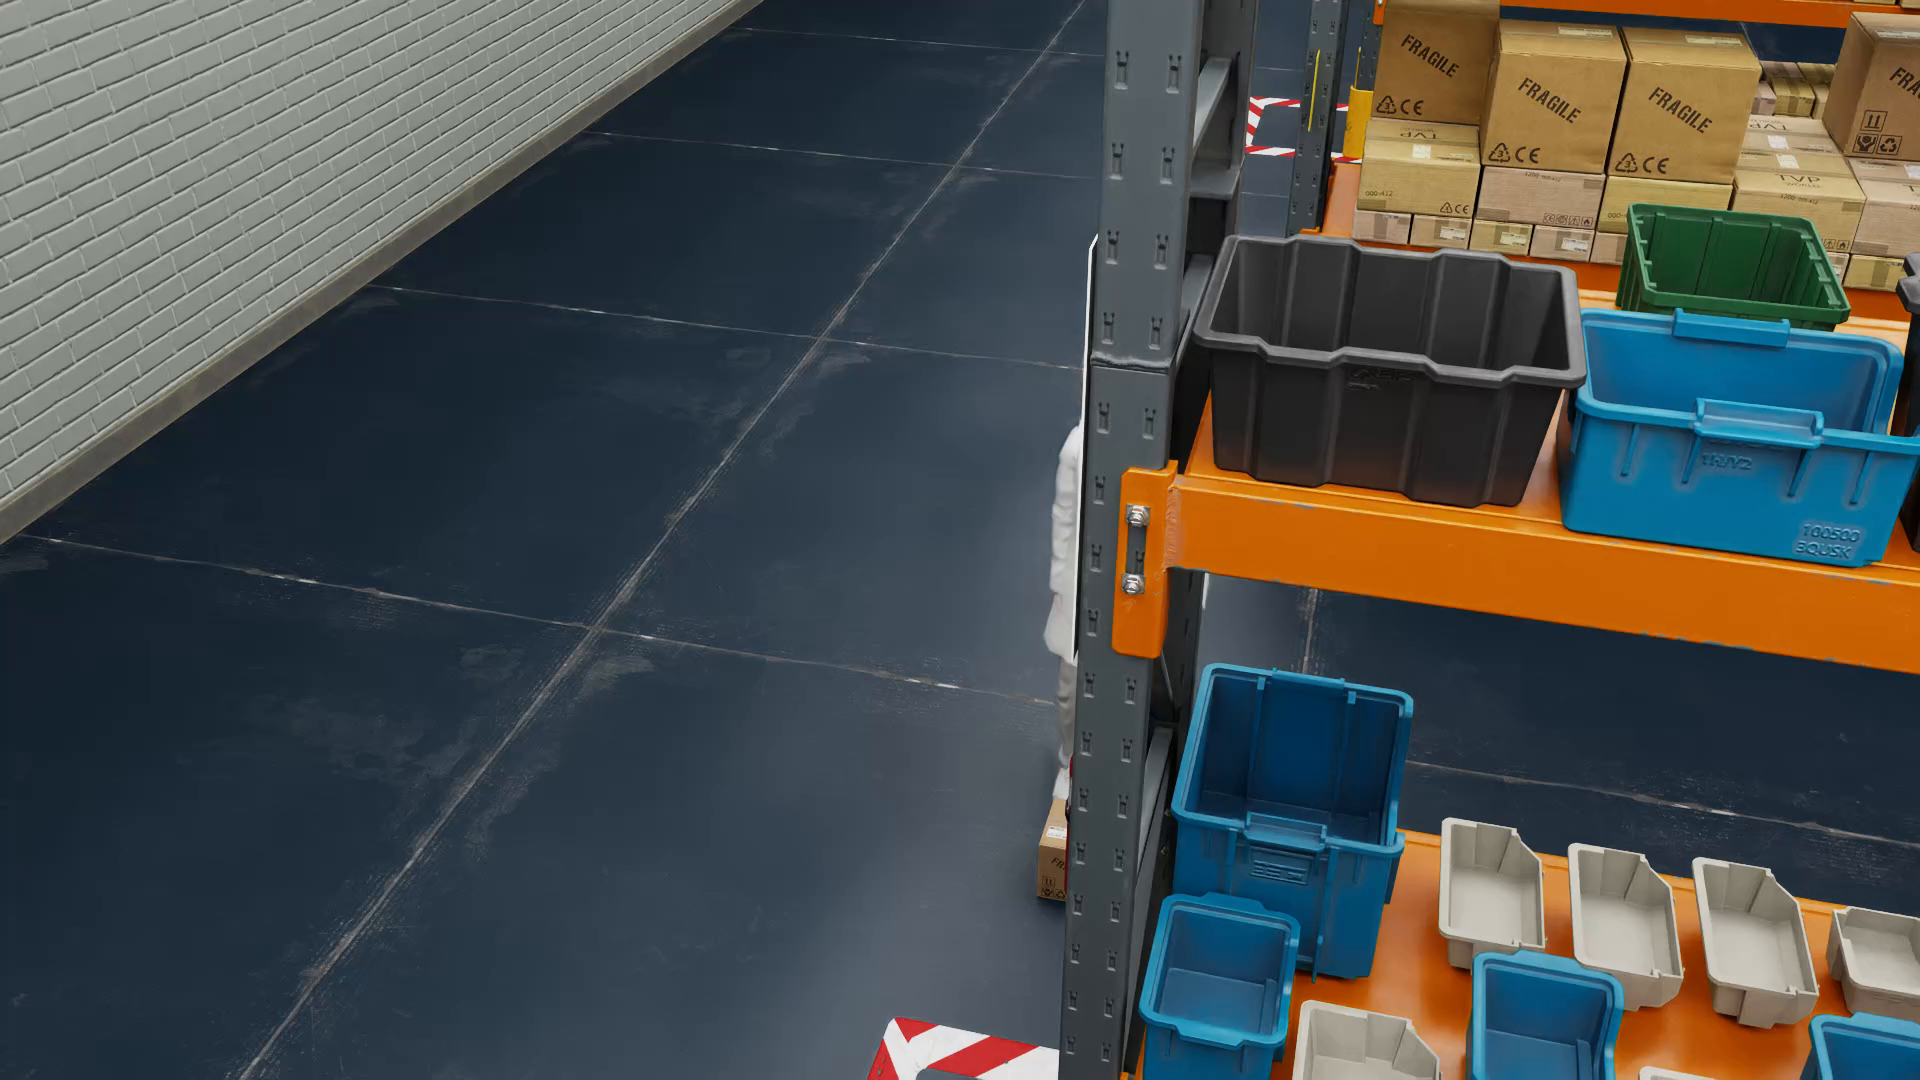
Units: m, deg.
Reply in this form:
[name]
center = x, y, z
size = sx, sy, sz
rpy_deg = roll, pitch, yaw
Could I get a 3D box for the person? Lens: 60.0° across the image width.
[person]
center = 0.588, 0.216, 5.853
size = 0.579, 1.747, 0.395
rpy_deg = 9, 33, 14
